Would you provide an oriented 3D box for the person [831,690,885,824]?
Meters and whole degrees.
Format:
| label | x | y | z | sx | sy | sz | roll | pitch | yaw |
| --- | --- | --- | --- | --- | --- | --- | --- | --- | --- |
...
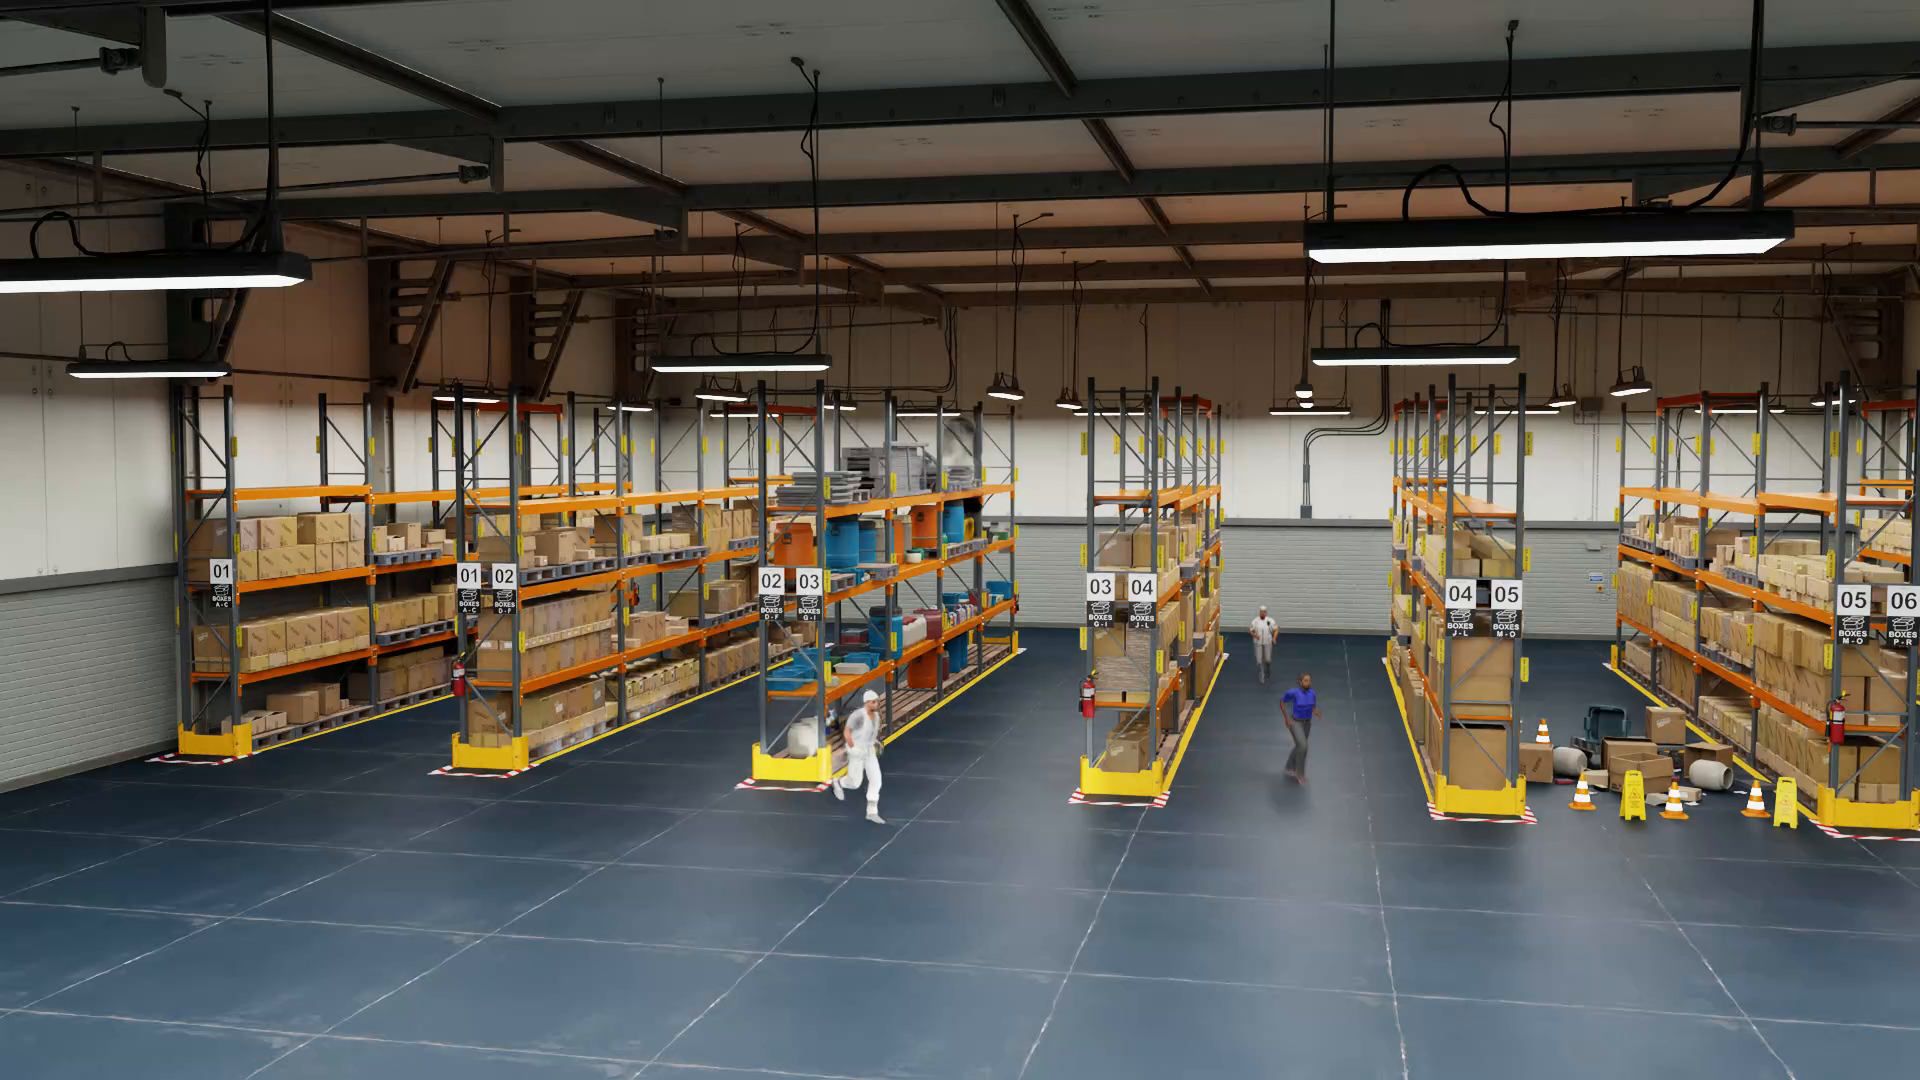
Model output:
| label | x | y | z | sx | sy | sz | roll | pitch | yaw |
| --- | --- | --- | --- | --- | --- | --- | --- | --- | --- |
| person | -1.355 | 2.892 | 22.411 | 0.985 | 1.770 | 0.661 | 3 | 4 | 43 |

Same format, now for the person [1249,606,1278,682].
| label | x | y | z | sx | sy | sz | roll | pitch | yaw |
| --- | --- | --- | --- | --- | --- | --- | --- | --- | --- |
| person | 6.440 | 2.218 | 35.302 | 0.600 | 1.628 | 0.538 | 1 | 3 | 14 |

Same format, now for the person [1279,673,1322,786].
| label | x | y | z | sx | sy | sz | roll | pitch | yaw |
| --- | --- | --- | --- | --- | --- | --- | --- | --- | --- |
| person | 5.077 | 2.816 | 24.815 | 0.507 | 1.706 | 0.846 | -2 | 4 | -28 |
